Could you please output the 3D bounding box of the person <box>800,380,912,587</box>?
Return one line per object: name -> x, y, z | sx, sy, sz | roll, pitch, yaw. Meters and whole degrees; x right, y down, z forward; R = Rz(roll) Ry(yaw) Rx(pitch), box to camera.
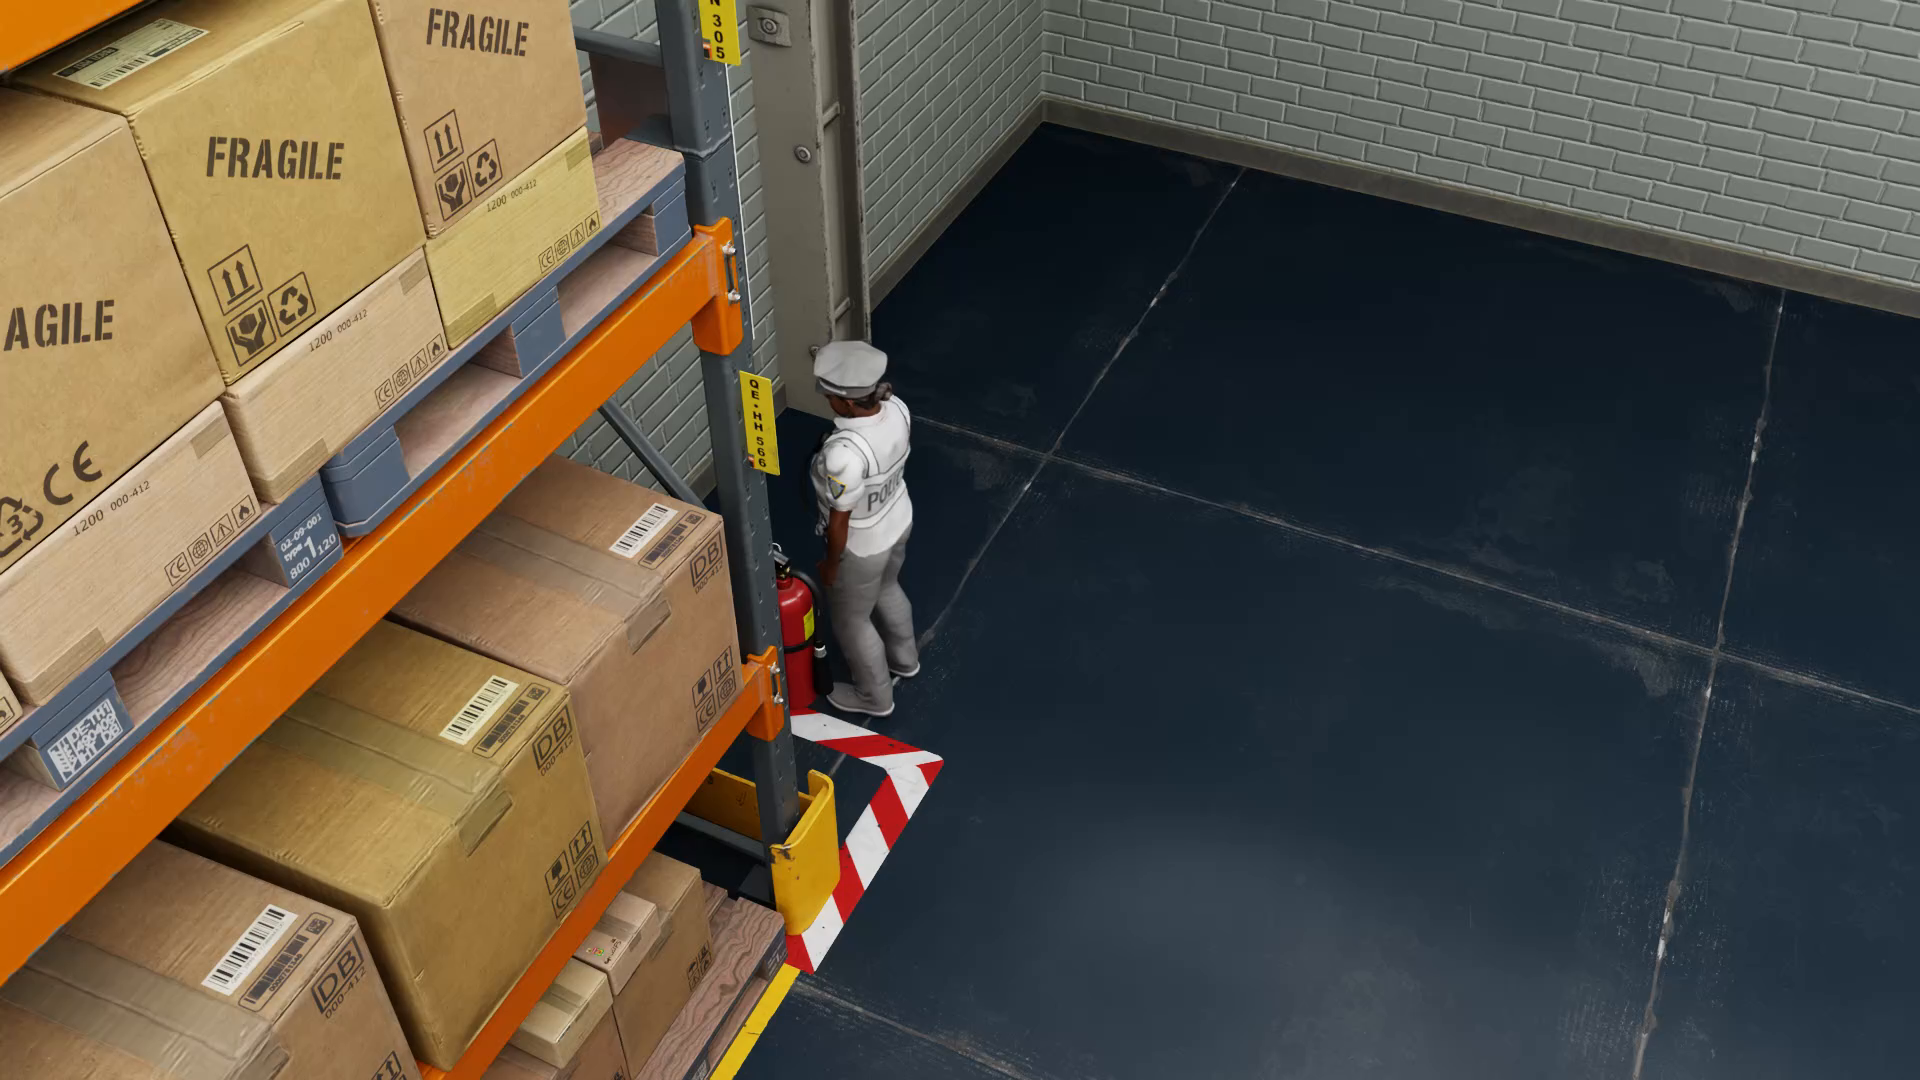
person -> -0.366, -0.259, 5.954 | 0.340, 0.979, 0.438 | 18, 45, 19
